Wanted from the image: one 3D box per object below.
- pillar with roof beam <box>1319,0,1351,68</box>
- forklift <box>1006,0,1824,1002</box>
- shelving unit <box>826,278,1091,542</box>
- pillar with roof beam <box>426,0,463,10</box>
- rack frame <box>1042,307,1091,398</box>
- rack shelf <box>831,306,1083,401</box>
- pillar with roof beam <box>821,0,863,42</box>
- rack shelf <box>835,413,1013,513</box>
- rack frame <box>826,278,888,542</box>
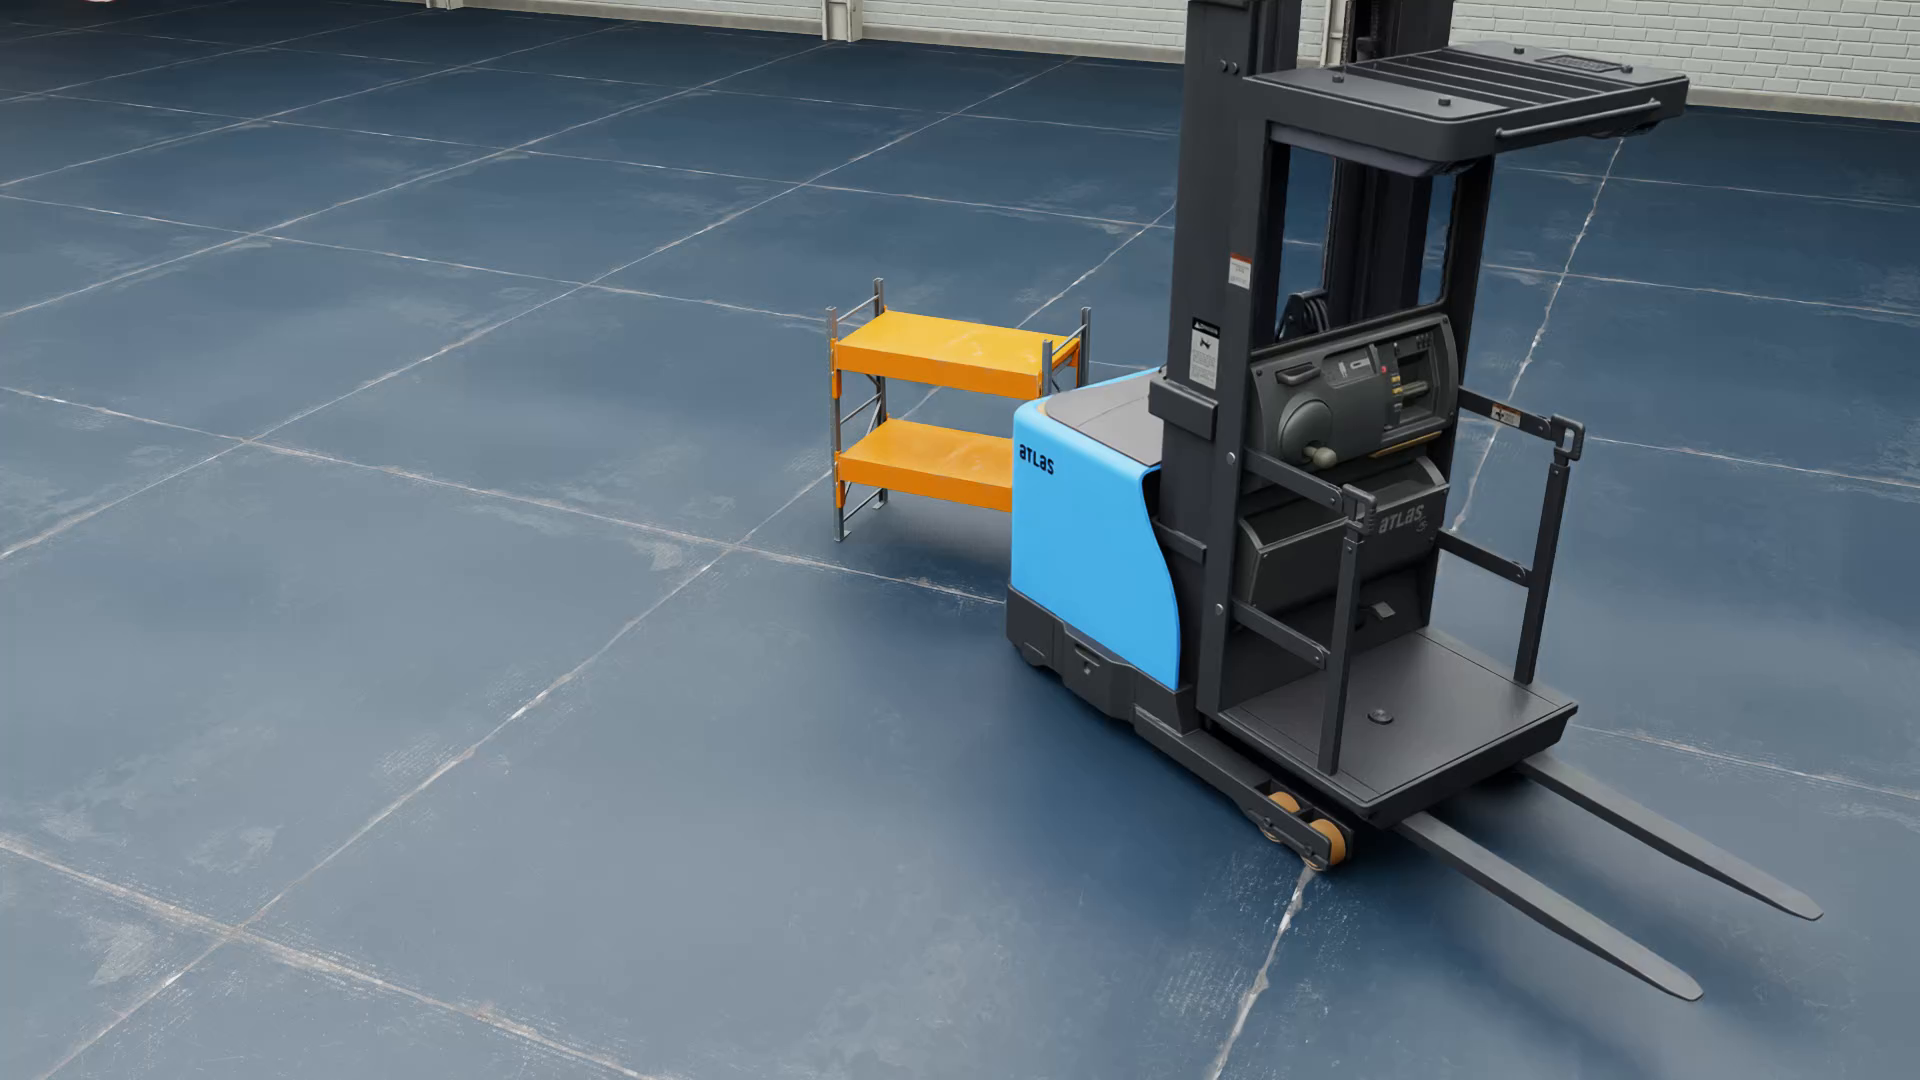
[{"bbox_3d":[2.273,-7.232,12.252,0.400,9.000,9.100,11,28,22],"label":"pillar with roof beam"},{"bbox_3d":[1.446,-0.461,5.368,1.130,2.935,3.031,-17,31,-31],"label":"forklift"},{"bbox_3d":[-0.006,-0.506,7.504,1.048,1.125,0.538,11,28,22],"label":"shelving unit"},{"bbox_3d":[-8.650,-9.426,16.708,0.400,9.000,9.100,11,28,22],"label":"pillar with roof beam"},{"bbox_3d":[0.457,-0.413,7.315,0.032,1.125,0.500,11,28,22],"label":"rack frame"},{"bbox_3d":[-0.006,-0.768,7.375,1.000,0.278,0.538,11,28,22],"label":"rack shelf"},{"bbox_3d":[-3.189,-8.329,14.480,0.400,9.000,9.100,11,28,22],"label":"pillar with roof beam"},{"bbox_3d":[-0.006,-0.287,7.612,1.000,0.278,0.538,11,28,22],"label":"rack shelf"},{"bbox_3d":[-0.469,-0.599,7.693,0.032,1.125,0.500,11,28,22],"label":"rack frame"}]
